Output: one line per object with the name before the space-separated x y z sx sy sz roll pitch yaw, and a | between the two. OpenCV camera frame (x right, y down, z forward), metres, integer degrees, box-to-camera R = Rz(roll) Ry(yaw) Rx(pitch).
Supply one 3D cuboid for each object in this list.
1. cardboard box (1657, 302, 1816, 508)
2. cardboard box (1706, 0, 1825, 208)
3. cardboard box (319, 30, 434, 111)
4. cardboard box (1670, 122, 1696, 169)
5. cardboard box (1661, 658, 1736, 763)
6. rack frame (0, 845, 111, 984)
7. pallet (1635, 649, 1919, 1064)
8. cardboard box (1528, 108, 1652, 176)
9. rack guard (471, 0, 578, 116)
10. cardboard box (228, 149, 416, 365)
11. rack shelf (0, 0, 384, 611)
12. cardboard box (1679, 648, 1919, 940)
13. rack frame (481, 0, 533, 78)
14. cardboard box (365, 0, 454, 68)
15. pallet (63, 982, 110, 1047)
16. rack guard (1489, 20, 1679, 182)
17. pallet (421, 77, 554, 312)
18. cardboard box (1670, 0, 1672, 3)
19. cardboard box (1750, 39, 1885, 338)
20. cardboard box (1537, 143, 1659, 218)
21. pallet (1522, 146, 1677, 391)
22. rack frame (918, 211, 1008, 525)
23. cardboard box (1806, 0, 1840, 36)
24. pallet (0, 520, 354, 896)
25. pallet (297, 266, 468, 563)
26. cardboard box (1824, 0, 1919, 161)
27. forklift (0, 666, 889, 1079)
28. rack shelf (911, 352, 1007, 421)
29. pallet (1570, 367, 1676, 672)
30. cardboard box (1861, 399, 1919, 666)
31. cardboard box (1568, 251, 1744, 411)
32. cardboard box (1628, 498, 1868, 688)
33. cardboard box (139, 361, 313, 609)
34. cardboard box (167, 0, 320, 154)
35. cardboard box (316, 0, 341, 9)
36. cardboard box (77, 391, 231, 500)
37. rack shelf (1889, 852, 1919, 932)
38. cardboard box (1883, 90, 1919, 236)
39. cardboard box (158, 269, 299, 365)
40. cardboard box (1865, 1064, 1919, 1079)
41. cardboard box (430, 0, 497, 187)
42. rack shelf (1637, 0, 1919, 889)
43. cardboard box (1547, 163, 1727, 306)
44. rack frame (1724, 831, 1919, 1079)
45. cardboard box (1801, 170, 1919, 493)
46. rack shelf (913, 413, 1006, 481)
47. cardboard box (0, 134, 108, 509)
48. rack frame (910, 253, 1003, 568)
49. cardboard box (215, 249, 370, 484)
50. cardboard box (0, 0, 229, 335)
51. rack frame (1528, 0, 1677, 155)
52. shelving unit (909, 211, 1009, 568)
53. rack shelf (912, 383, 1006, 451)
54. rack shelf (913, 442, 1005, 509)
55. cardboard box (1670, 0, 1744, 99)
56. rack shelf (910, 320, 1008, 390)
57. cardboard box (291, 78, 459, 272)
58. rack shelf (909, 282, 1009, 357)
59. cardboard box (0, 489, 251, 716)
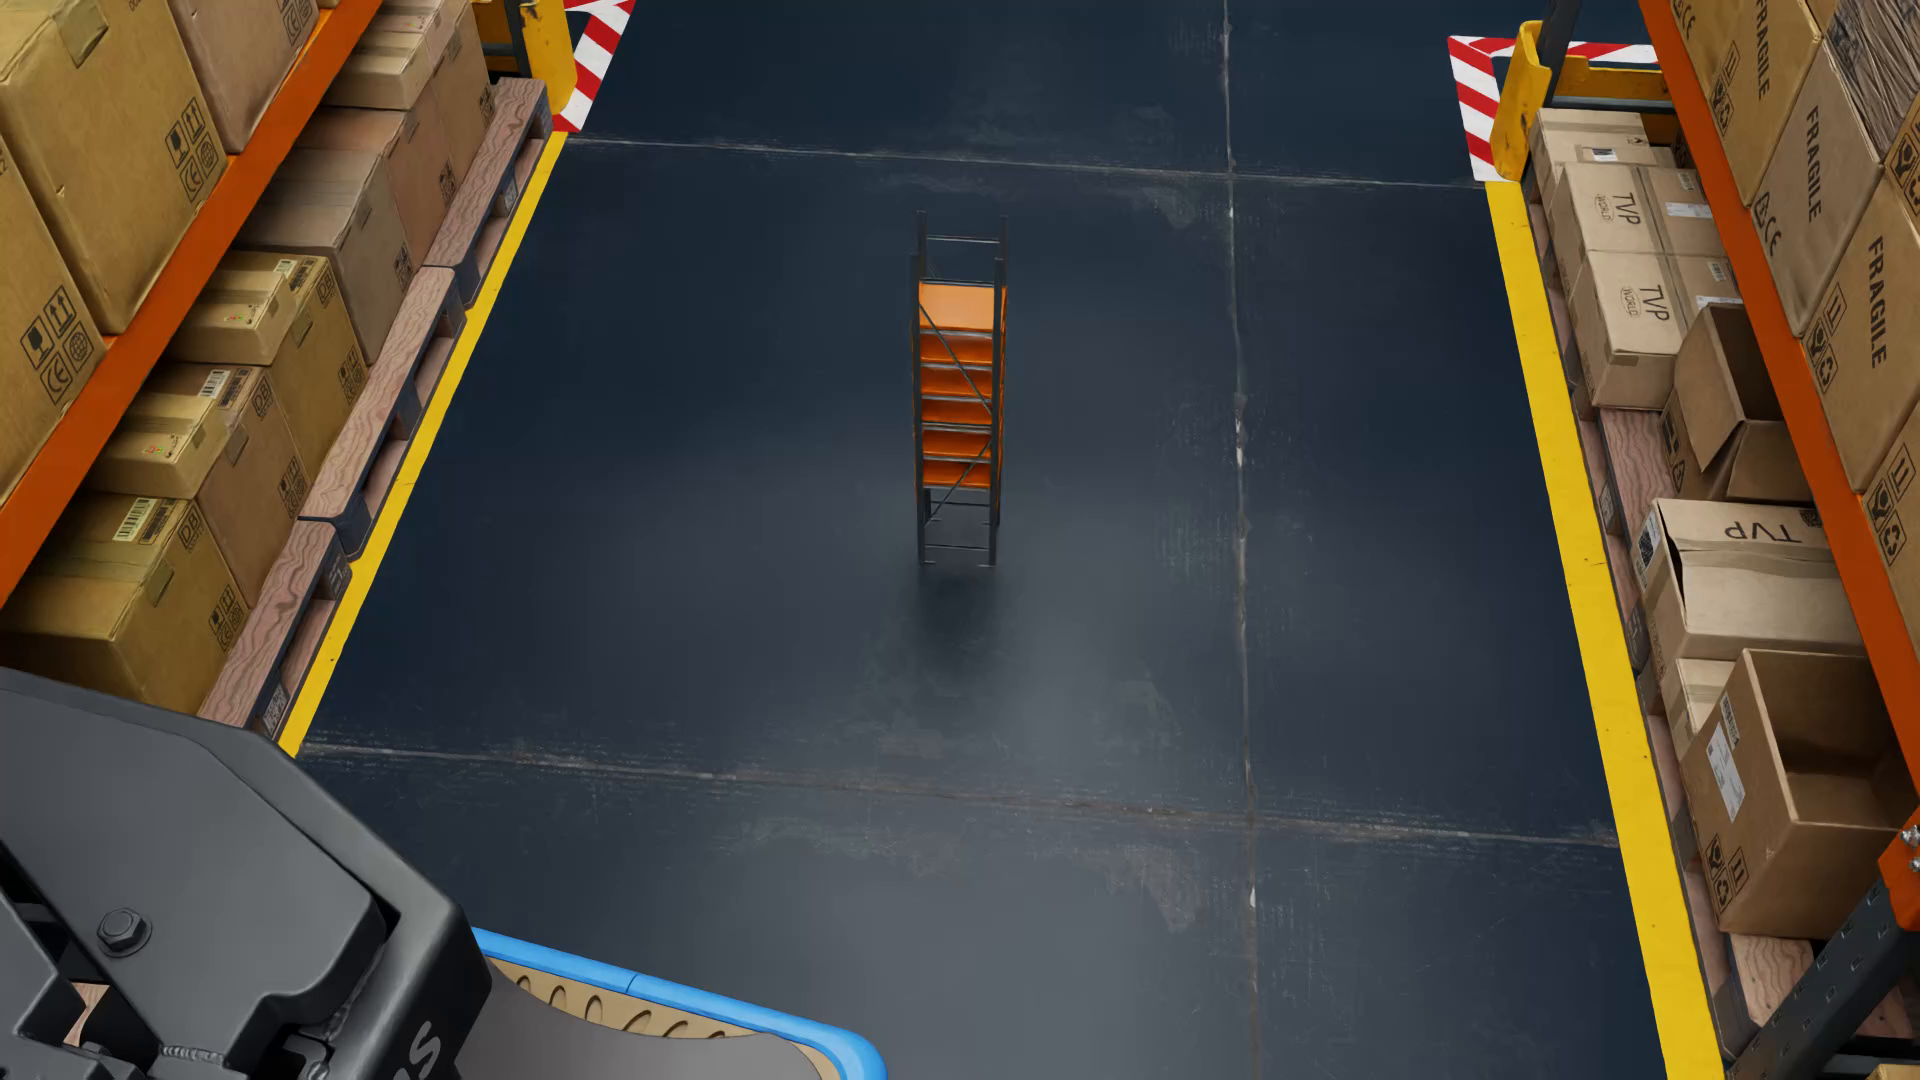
cardboard box | 2.524 -0.317 4.901 0.797 0.503 0.637 4 48 4
cardboard box | 2.282 -1.180 4.229 0.500 0.500 0.500 4 48 4
cardboard box | -2.028 -1.602 5.652 0.380 0.149 0.250 5 48 5
cardboard box | 2.918 -1.459 5.947 0.500 0.500 0.500 4 48 4
cardboard box | 2.102 0.466 4.425 0.380 0.149 0.250 4 48 4
rack frame | -2.575 0.039 3.182 1.000 3.000 0.127 4 48 4
pallet | 2.422 0.806 4.370 1.003 0.211 1.213 4 48 4
cardboard box | 2.342 -1.472 6.197 0.380 0.149 0.250 4 48 4
rack guard | -2.209 -2.074 6.808 1.175 0.500 0.348 4 48 4
cardboard box | -2.266 -0.940 5.486 0.700 0.500 0.500 2 48 2
rack shelf | -2.393 -1.188 4.791 1.077 0.370 4.000 4 48 4
cardboard box | 2.128 0.627 4.040 0.500 0.500 0.500 4 48 4
rack frame | -2.211 -2.900 5.870 1.000 3.000 0.127 4 48 4
cardboard box | -2.005 -1.790 5.824 0.380 0.149 0.250 3 48 3
pallet | -2.571 1.552 3.687 1.003 0.211 1.213 4 48 4
rack guard | 2.716 -1.670 6.439 1.175 0.500 0.348 4 48 4
pallet | -2.206 -1.366 6.357 1.003 0.211 1.213 4 48 4
cardboard box | 2.378 -1.916 4.902 0.500 0.500 0.500 3 48 3
cardboard box | 2.238 -0.806 3.886 0.500 0.500 0.500 5 48 4
cardboard box | 2.319 -1.294 6.023 0.380 0.166 0.250 4 48 4
pallet | 2.644 -0.987 6.010 1.003 0.211 1.213 4 48 4
rack frame | 0.007 -0.462 4.859 0.240 1.200 0.006 4 48 4
cardboard box | 2.284 -1.508 3.851 0.500 0.500 0.500 3 48 3
pallet | -2.428 0.427 4.717 1.003 0.211 1.213 4 48 4
pallet | -2.319 -0.472 5.539 1.003 0.211 1.213 4 48 4
cardboard box | 2.236 -1.138 3.512 0.500 0.500 0.500 4 48 4
forklift | -1.014 1.583 1.816 1.130 2.935 3.031 12 49 11
rack shelf | -0.001 -0.445 4.742 0.258 0.103 0.180 4 48 4
pallet | 2.530 -0.093 5.192 1.003 0.211 1.213 4 48 4
cardboard box | 2.148 -0.049 3.194 0.500 0.500 0.500 5 48 4
cardboard box | 2.299 -0.675 5.400 0.500 0.250 0.500 4 48 4
cardboard box | 2.196 0.139 4.614 0.500 0.311 0.500 4 48 4
cardboard box | -2.356 -0.171 4.783 0.700 0.500 0.500 3 48 3
cardboard box | -2.381 -1.531 4.414 0.980 0.700 0.700 2 48 2
cardboard box | -2.302 -2.091 4.926 0.980 0.700 0.700 4 48 3
cardboard box | -2.192 -0.260 4.425 0.380 0.149 0.250 5 48 5
rack shelf | 2.176 2.082 1.801 1.077 0.370 4.000 4 48 4
cardboard box | 2.190 -0.767 3.174 0.500 0.500 0.500 3 48 3
cardboard box | -2.145 -0.644 4.776 0.380 0.149 0.250 3 48 2
cardboard box | 2.071 1.404 3.329 0.500 0.500 0.500 2 48 2
cardboard box | -2.175 -1.677 6.161 0.700 0.500 0.500 4 48 4
rack shelf | 2.540 -0.858 4.489 1.077 0.370 4.000 4 48 4
cardboard box | 2.345 -1.043 5.736 0.500 0.250 0.500 4 48 4
rack frame | 2.358 0.369 2.879 1.000 3.000 0.127 4 48 4
cardboard box | 2.194 -0.428 3.541 0.500 0.500 0.500 5 48 5
rack shelf | -0.001 -0.283 4.919 0.258 0.103 0.180 4 48 4
cardboard box | -2.510 -0.460 3.434 0.980 0.700 0.700 5 48 4
rack frame | -0.010 -0.327 4.736 0.240 1.200 0.006 4 48 4
cardboard box | -2.307 -0.548 5.128 0.700 0.500 0.500 5 48 4
cardboard box | -2.438 -0.996 3.925 0.980 0.700 0.700 3 48 3
rack frame | 2.723 -2.570 5.568 1.000 3.000 0.127 4 48 4
shelving unit | -0.001 -0.394 4.798 0.258 1.200 0.189 4 48 4
rack shelf | -0.001 -0.364 4.830 0.258 0.103 0.180 4 48 4
rack shelf | -0.001 -0.202 5.007 0.258 0.103 0.180 4 48 4
cardboard box | 2.329 -1.547 4.565 0.500 0.500 0.500 4 48 3
rack shelf | -0.001 -0.526 4.653 0.258 0.103 0.180 4 48 4
cardboard box | -2.220 -1.310 5.824 0.700 0.500 0.500 4 48 3
rack shelf | -0.001 -0.607 4.565 0.258 0.103 0.180 4 48 4
cardboard box | -2.405 0.198 4.445 0.700 0.500 0.500 4 48 4
